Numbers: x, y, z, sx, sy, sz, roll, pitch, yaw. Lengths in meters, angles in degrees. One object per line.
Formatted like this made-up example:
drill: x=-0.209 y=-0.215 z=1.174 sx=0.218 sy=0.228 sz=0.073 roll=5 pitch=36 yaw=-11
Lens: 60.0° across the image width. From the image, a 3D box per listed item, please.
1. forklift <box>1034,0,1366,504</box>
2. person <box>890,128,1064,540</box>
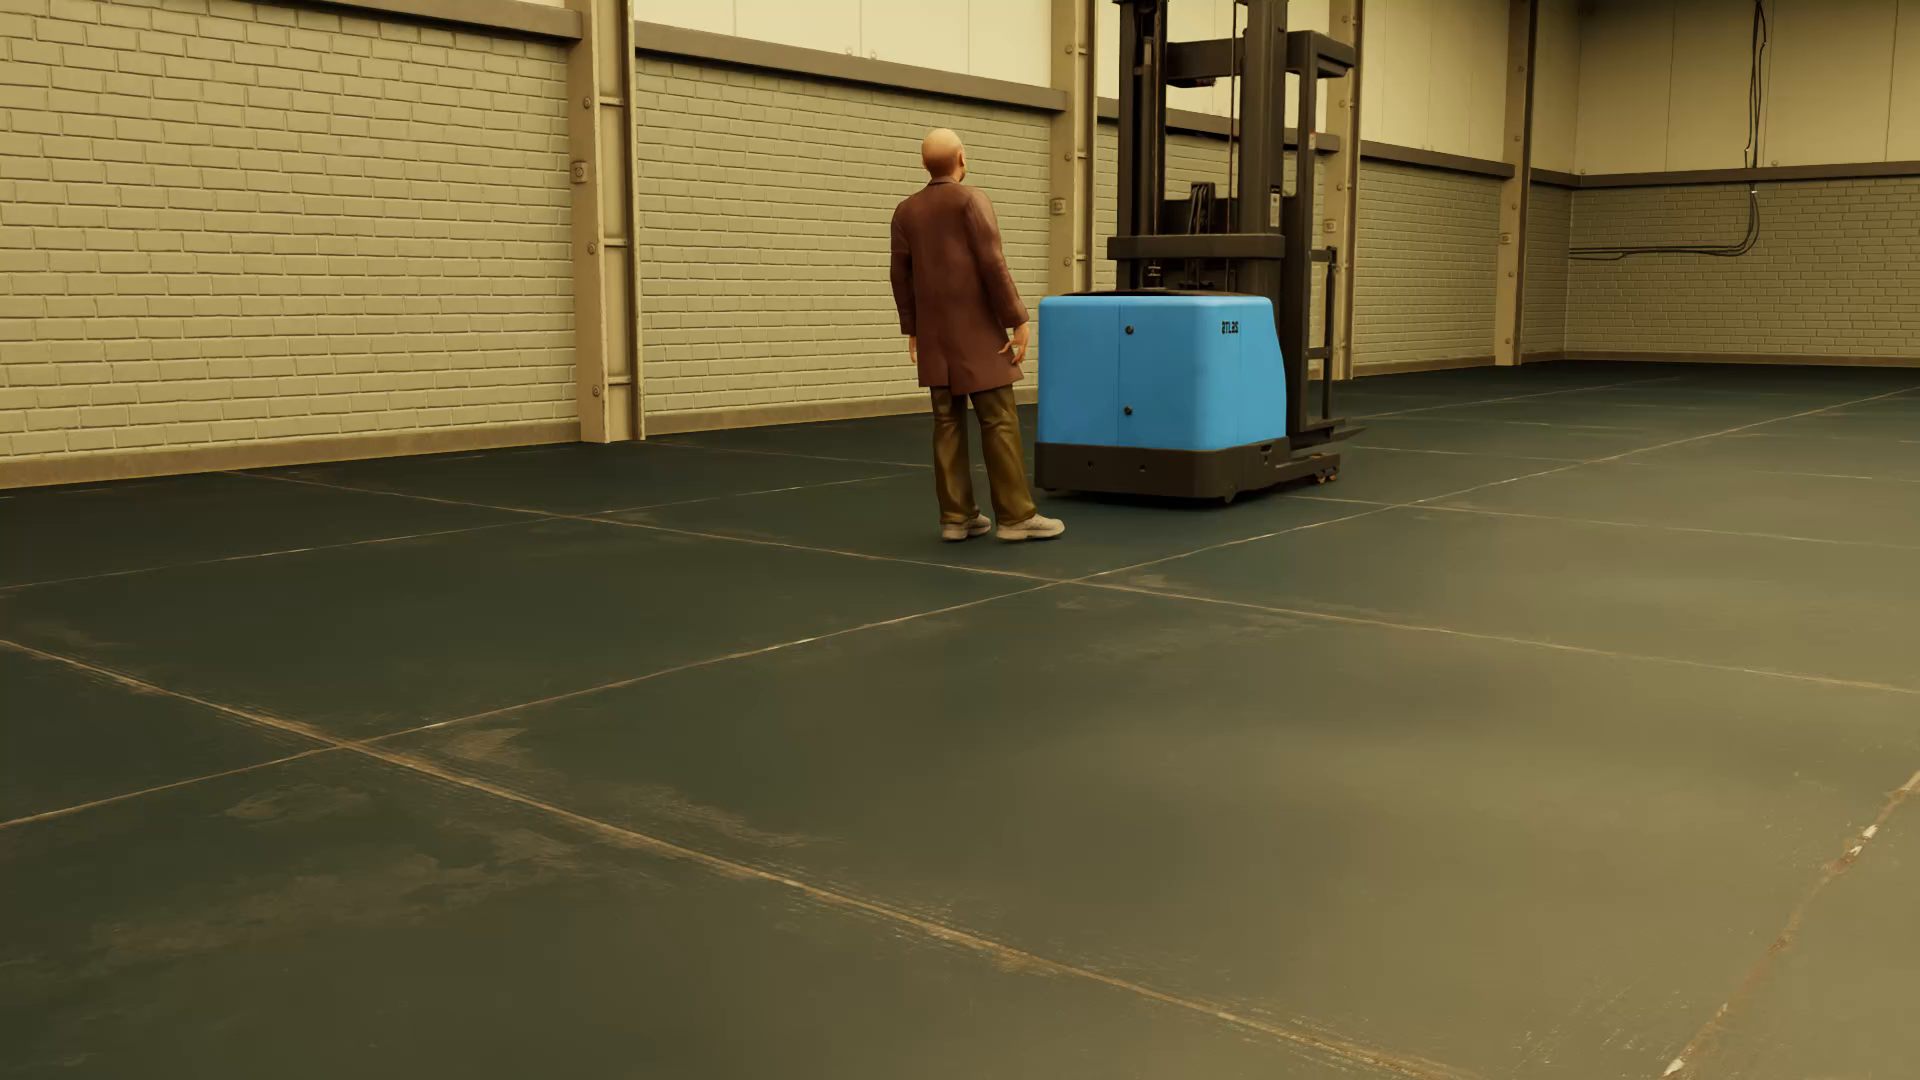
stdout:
forklift: x=1.592 y=-1.807 z=9.632 sx=1.130 sy=2.935 sz=3.031 roll=5 pitch=10 yaw=31
person: x=0.061 y=-0.897 z=7.344 sx=0.696 sy=1.778 sz=0.579 roll=7 pitch=11 yaw=38
